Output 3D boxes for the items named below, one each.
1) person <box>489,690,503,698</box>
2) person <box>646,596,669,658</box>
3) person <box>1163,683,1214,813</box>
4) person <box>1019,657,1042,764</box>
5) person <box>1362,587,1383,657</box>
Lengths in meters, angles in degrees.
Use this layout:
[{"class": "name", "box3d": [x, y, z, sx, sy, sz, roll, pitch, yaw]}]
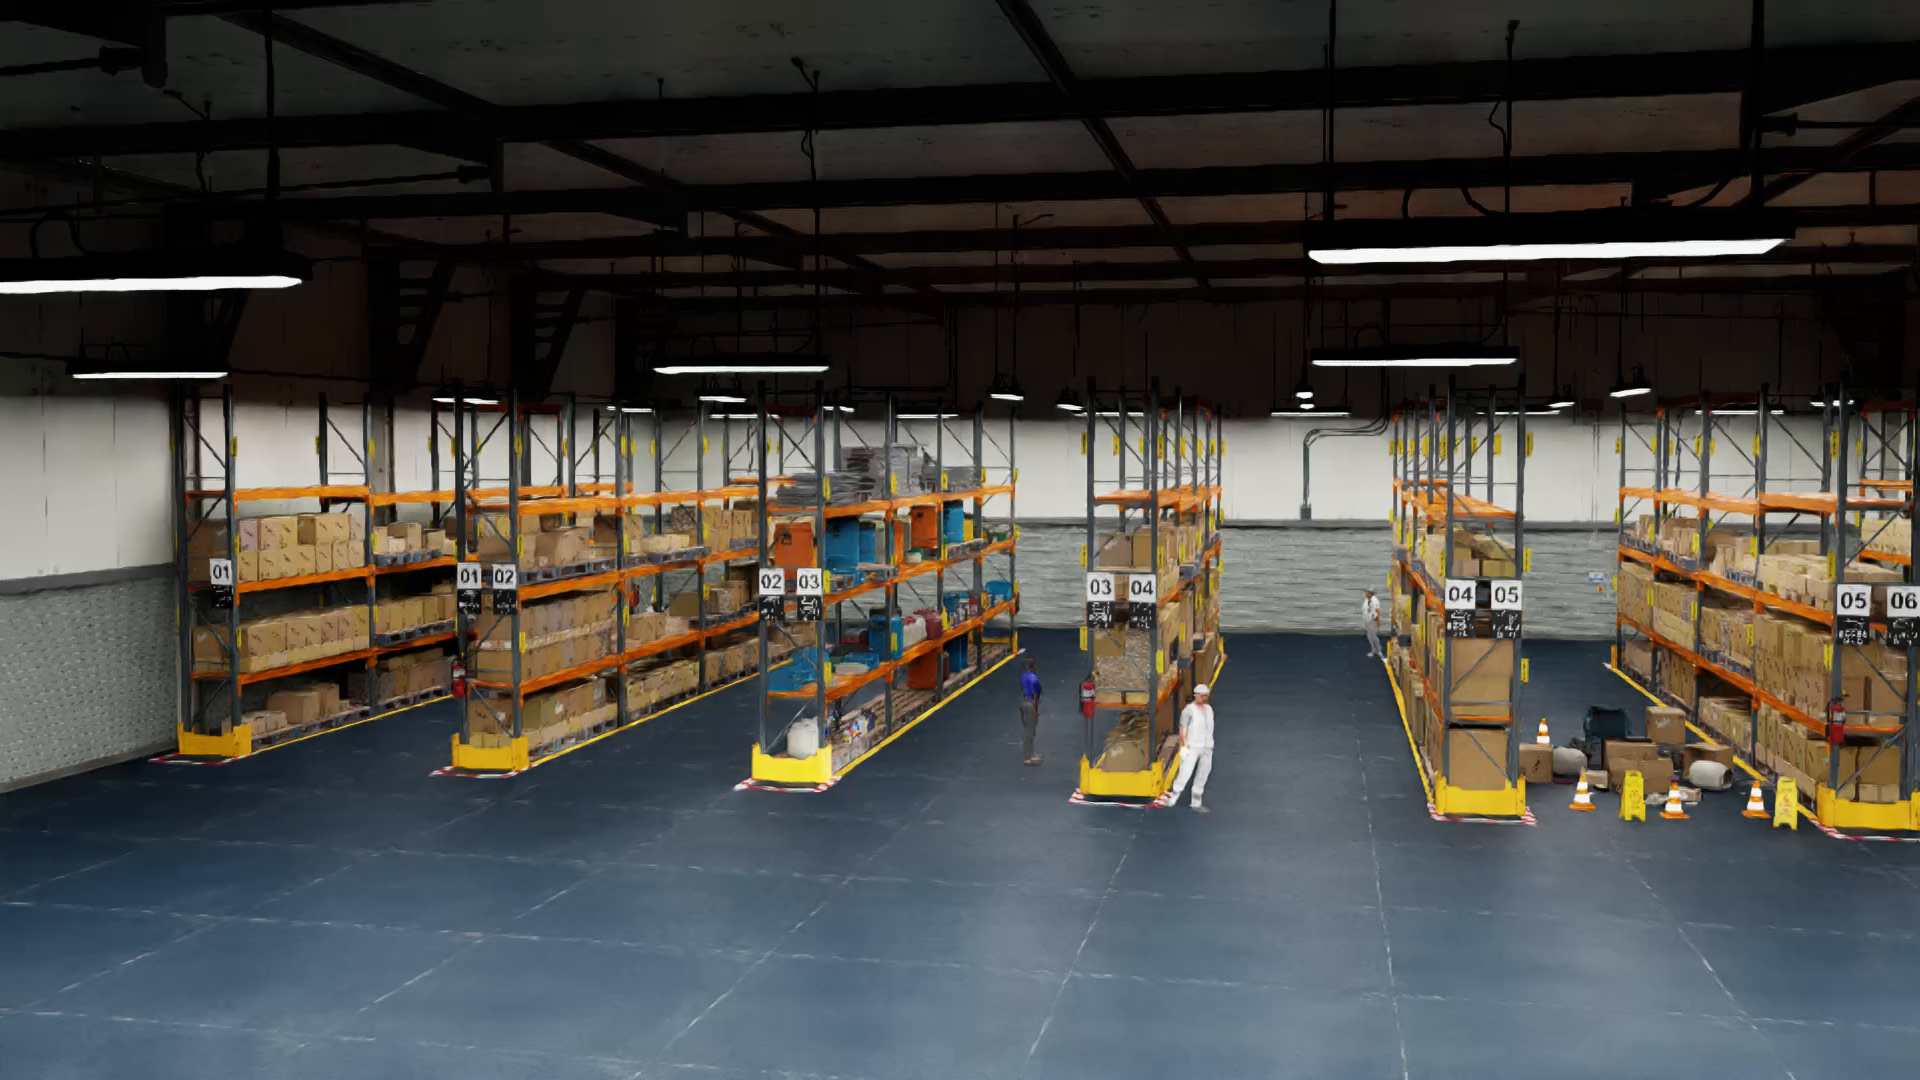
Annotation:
[{"class": "person", "box3d": [-8.466, 2.415, 30.560, 0.457, 1.733, 0.593, -1, 3, -18]}, {"class": "person", "box3d": [-6.728, 2.076, 36.954, 0.702, 1.734, 0.549, 1, 3, 10]}, {"class": "person", "box3d": [3.151, 2.838, 22.742, 0.726, 1.778, 0.531, -2, 4, -27]}, {"class": "person", "box3d": [1.148, 2.683, 26.400, 0.414, 1.666, 0.507, -1, 3, -20]}, {"class": "person", "box3d": [9.847, 1.947, 39.677, 0.400, 1.658, 0.602, -1, 3, -16]}]
